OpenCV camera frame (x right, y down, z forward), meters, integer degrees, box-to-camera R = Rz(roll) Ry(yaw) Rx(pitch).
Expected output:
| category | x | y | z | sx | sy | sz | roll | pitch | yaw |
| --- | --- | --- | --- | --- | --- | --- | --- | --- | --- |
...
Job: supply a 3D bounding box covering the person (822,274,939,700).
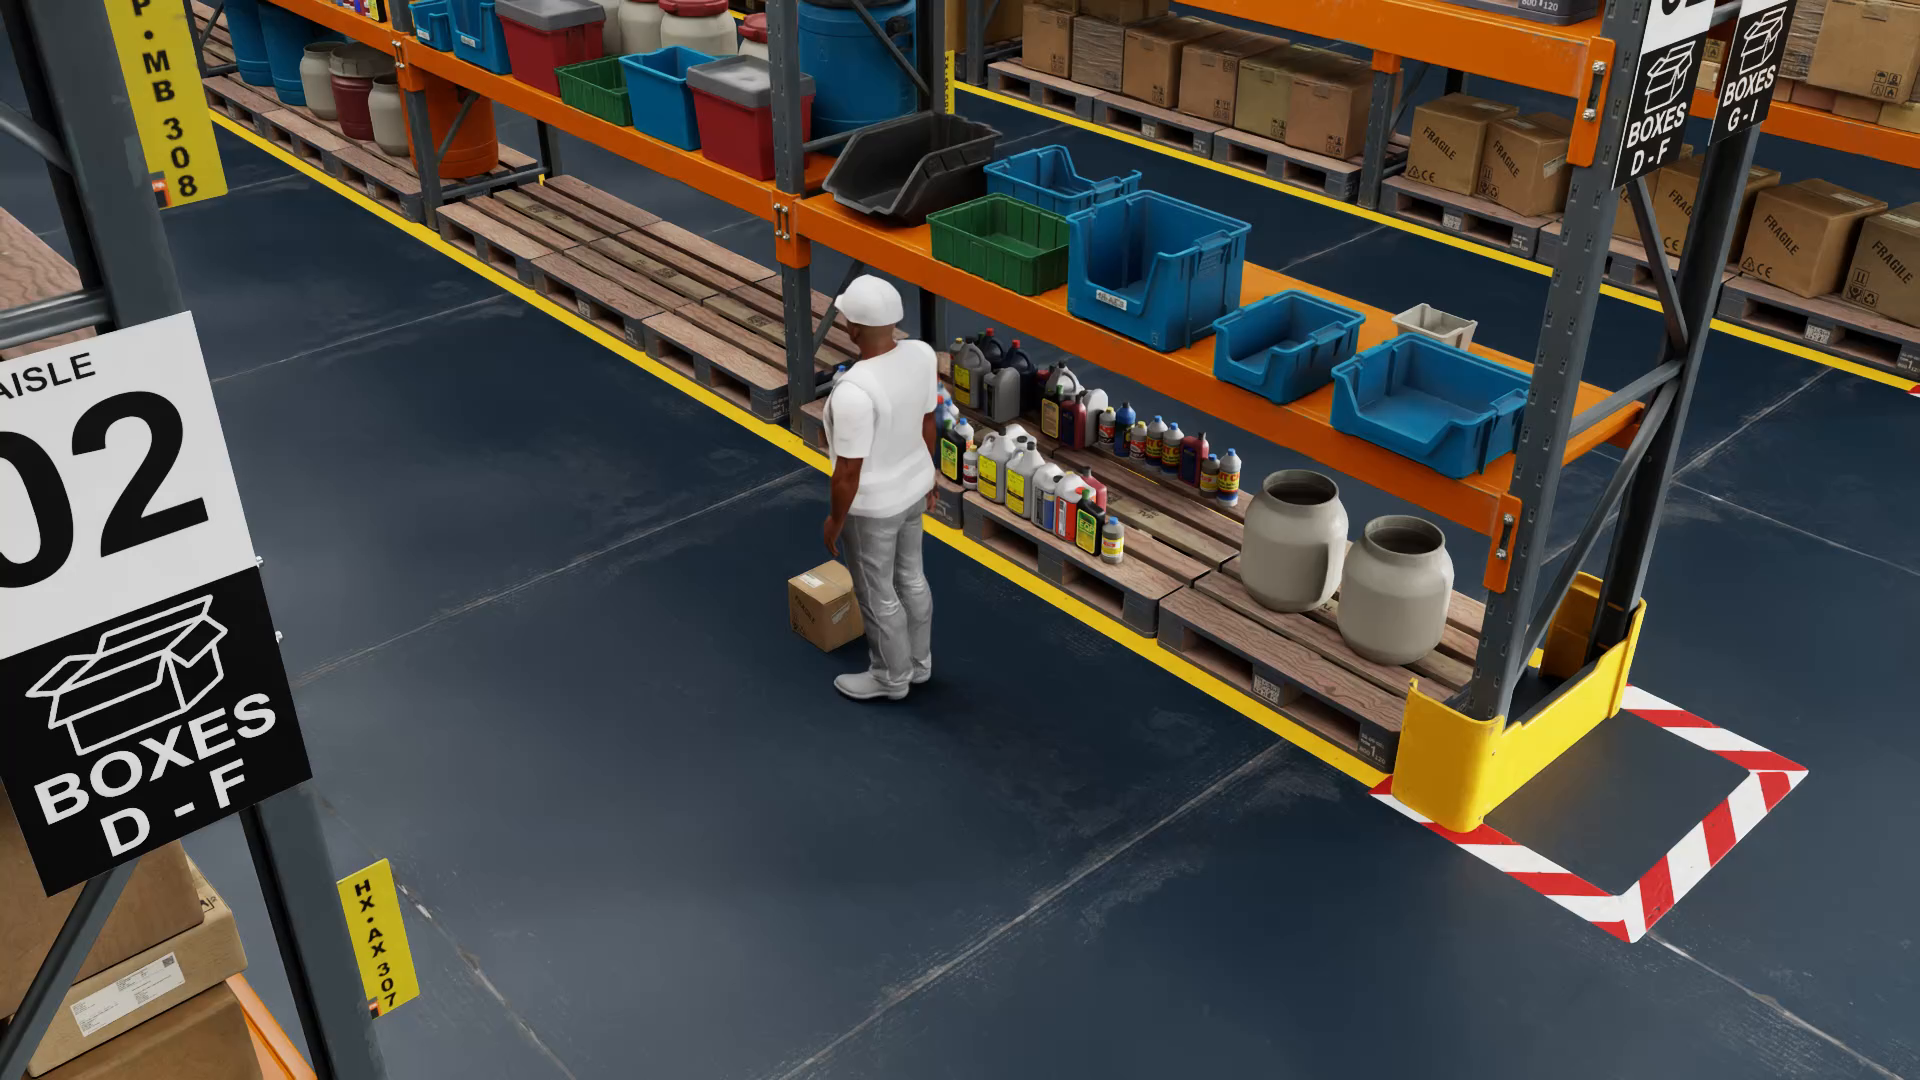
| category | x | y | z | sx | sy | sz | roll | pitch | yaw |
| --- | --- | --- | --- | --- | --- | --- | --- | --- | --- |
| person | -0.299 | -0.180 | 6.369 | 0.360 | 1.766 | 0.605 | 20 | 37 | 29 |
